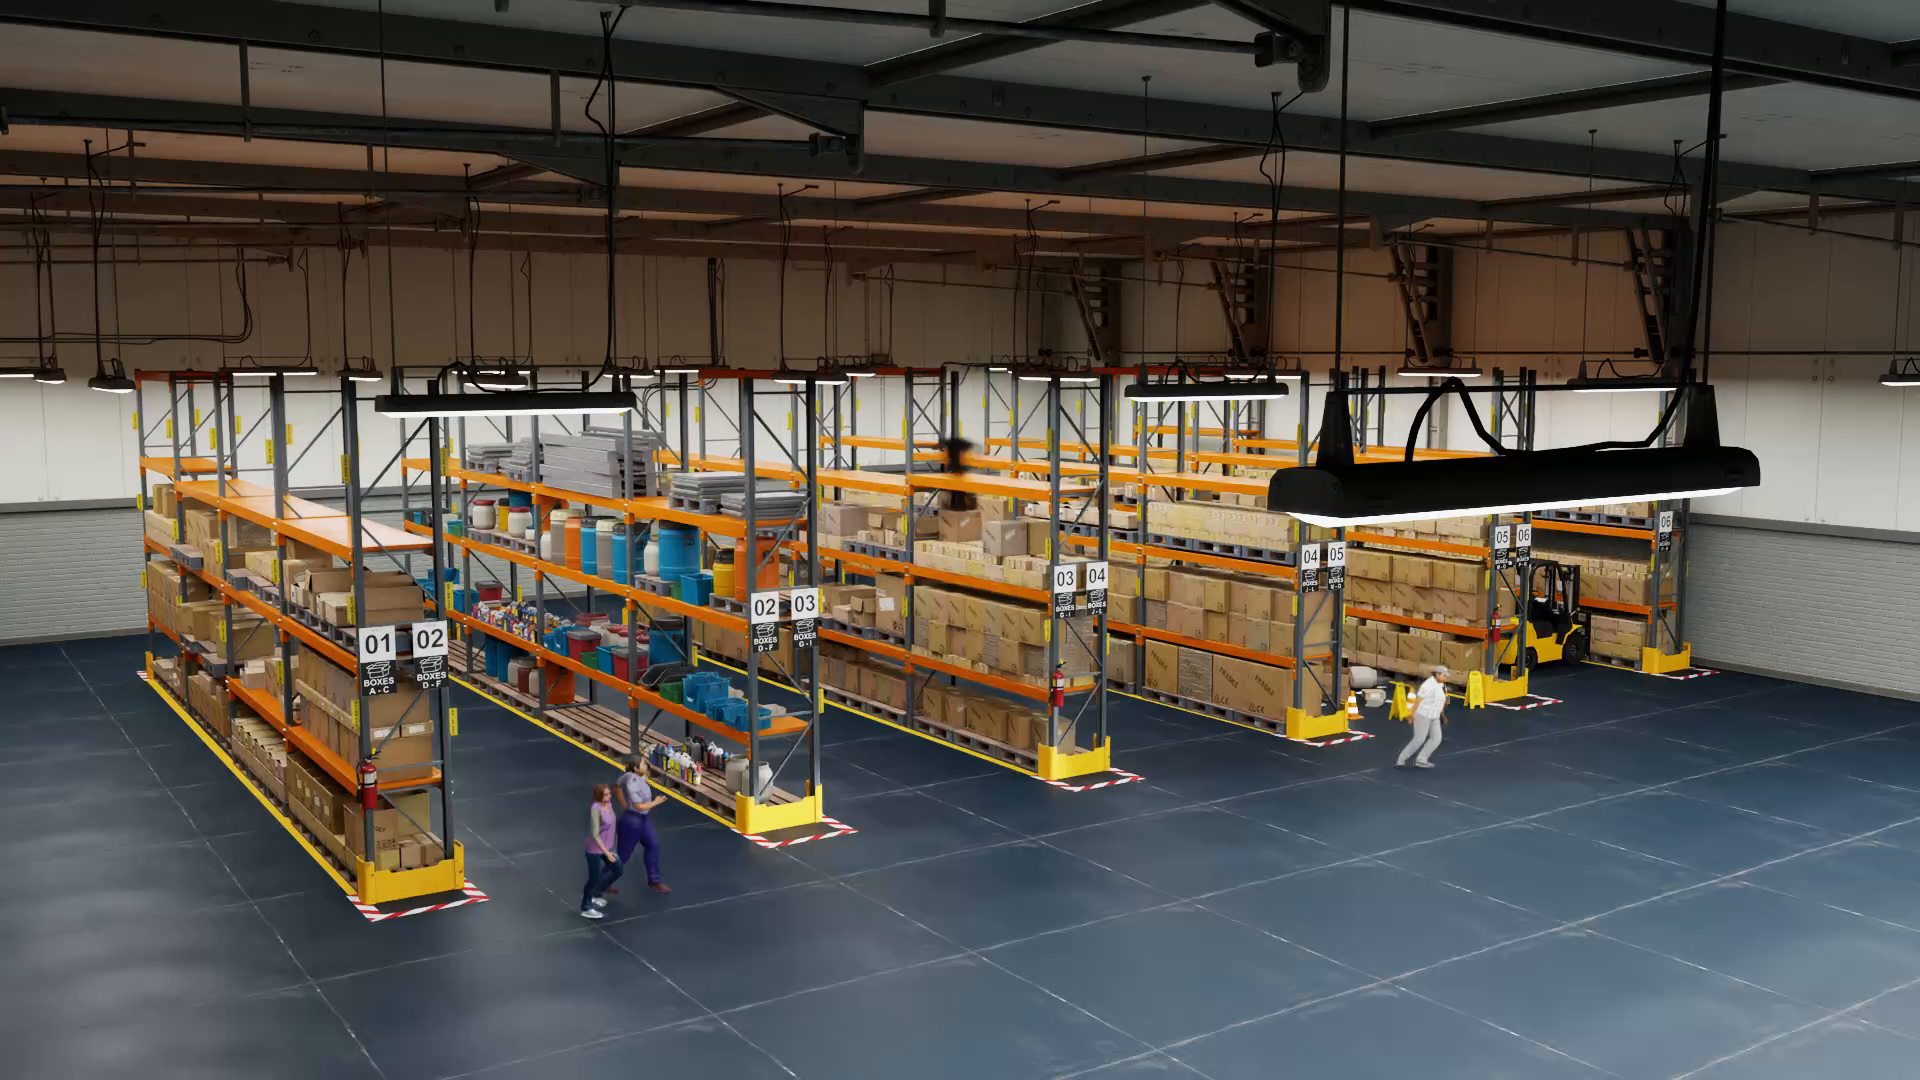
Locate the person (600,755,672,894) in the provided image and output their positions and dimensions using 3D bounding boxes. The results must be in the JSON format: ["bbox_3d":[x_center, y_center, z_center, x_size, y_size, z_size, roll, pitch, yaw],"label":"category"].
[{"bbox_3d":[-3.812,3.322,19.307,0.869,1.680,0.576,0,6,-2],"label":"person"}]

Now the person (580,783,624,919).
[{"bbox_3d":[-3.998,3.462,18.598,0.578,1.569,0.521,2,7,18],"label":"person"}]

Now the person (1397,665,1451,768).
[{"bbox_3d":[7.083,2.689,25.339,0.675,1.590,0.758,6,9,42],"label":"person"}]

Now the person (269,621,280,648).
[{"bbox_3d":[-13.821,1.717,33.401,0.991,1.716,0.694,6,9,42],"label":"person"}]
